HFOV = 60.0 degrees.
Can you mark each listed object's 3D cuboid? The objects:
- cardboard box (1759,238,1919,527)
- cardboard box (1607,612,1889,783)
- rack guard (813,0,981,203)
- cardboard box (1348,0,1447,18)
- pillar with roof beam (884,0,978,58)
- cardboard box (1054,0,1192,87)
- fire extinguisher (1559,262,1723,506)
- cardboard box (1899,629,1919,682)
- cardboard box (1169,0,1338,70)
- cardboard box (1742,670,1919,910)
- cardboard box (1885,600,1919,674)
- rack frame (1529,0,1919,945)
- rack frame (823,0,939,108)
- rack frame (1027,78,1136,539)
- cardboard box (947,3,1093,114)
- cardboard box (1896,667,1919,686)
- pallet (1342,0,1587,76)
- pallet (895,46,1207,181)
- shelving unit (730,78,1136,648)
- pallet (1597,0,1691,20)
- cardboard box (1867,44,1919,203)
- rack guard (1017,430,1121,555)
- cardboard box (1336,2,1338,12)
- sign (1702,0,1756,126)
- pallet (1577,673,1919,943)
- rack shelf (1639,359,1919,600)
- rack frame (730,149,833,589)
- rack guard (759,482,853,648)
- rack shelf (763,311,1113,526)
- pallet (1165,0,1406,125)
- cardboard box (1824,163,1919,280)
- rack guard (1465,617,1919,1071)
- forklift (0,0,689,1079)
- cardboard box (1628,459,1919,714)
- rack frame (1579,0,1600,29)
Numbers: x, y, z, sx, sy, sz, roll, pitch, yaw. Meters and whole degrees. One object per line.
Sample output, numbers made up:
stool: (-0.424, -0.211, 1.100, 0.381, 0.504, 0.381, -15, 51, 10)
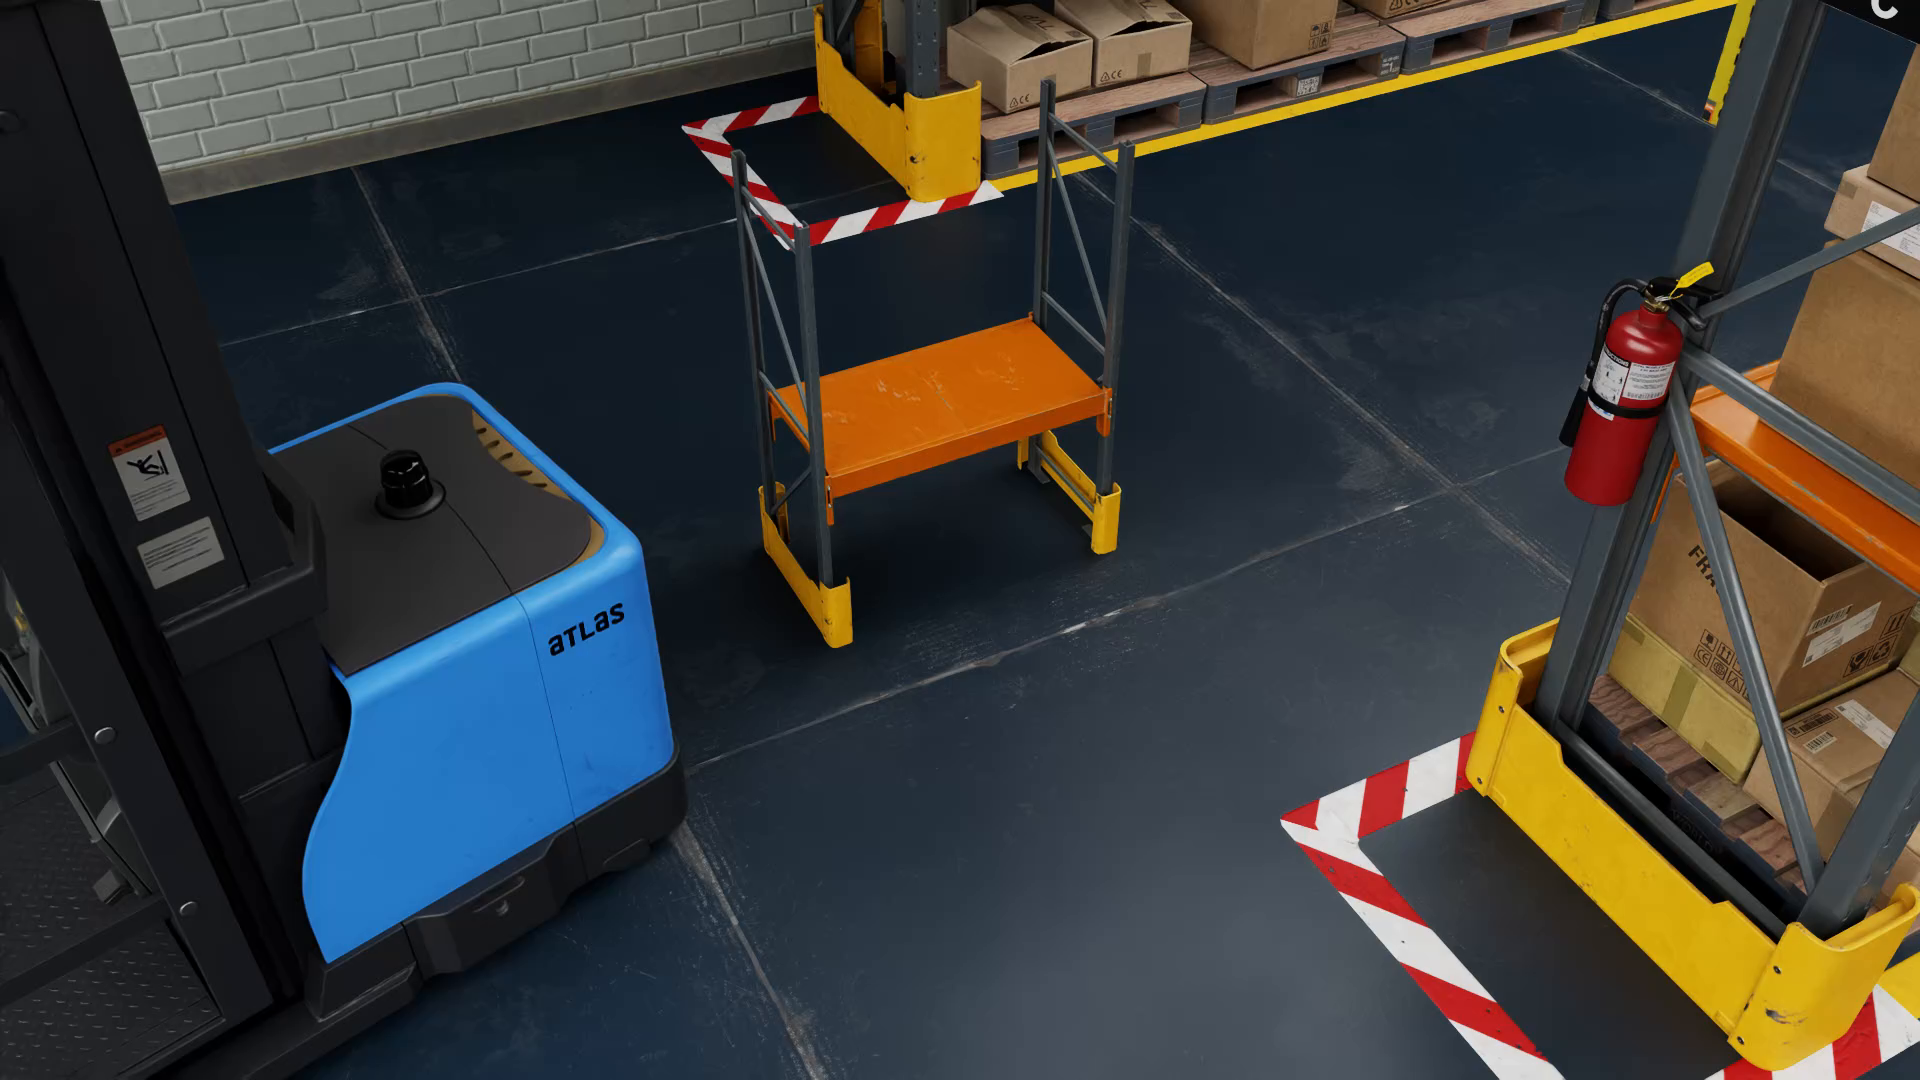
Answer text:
cardboard box: (2.339, -0.360, 3.776, 0.500, 0.500, 0.700, -19, 44, -21)
cardboard box: (2.258, 0.370, 4.794, 0.500, 0.250, 0.500, -19, 44, -21)
rack guard: (-0.305, -2.096, 7.839, 0.348, 0.500, 1.175, -19, 44, -21)
cardboard box: (2.273, -3.102, 8.687, 0.500, 0.500, 0.500, -22, 45, -24)
pillar with roof beam: (1.837, -3.555, 2.984, 0.400, 9.000, 9.100, -19, 44, -21)
cardboard box: (0.788, -2.494, 8.115, 0.500, 0.311, 0.500, -15, 43, -17)
fire extinguisher: (1.599, -0.391, 3.950, 0.183, 0.674, 0.296, -19, 44, -21)
cardboard box: (2.940, 0.230, 4.379, 0.500, 0.500, 0.500, -19, 44, -21)
cardboard box: (1.462, -2.756, 8.279, 0.500, 0.500, 0.700, -21, 45, -23)
cardboard box: (2.497, 0.667, 4.444, 0.500, 0.250, 0.500, -19, 44, -21)
cardboard box: (2.696, 0.214, 4.979, 0.500, 0.250, 0.500, -19, 44, -21)
rack frame: (1.919, -0.190, 3.653, 0.127, 3.000, 1.000, -19, 44, -21)
rack frame: (-0.373, -3.027, 7.005, 0.127, 3.000, 1.000, -19, 44, -21)
rack frame: (0.375, -0.699, 5.415, 0.032, 1.500, 0.500, -19, 44, -21)
cardboard box: (0.283, -2.324, 7.914, 0.500, 0.311, 0.500, -24, 46, -25)
cardboard box: (2.939, 0.515, 4.623, 0.500, 0.250, 0.500, -19, 44, -21)
pallet: (2.596, -2.936, 9.055, 1.213, 0.211, 1.003, -19, 44, -21)
pallet: (0.432, -2.208, 8.195, 1.213, 0.211, 1.003, -19, 44, -21)
shelving unit: (-0.068, -0.550, 5.239, 1.083, 1.500, 0.587, -19, 44, -21)
pallet: (3.865, -3.390, 9.591, 1.213, 0.211, 1.003, -19, 44, -21)
cardboard box: (2.386, -0.871, 3.376, 0.500, 0.500, 0.700, -18, 44, -20)
rack guard: (0.374, -0.221, 5.818, 0.087, 0.250, 0.587, -19, 44, -21)
cardboard box: (1.747, -2.835, 8.644, 0.250, 0.149, 0.380, -22, 45, -24)
sign: (1.681, -1.037, 3.574, 0.005, 0.325, 0.100, -19, 44, -21)
pallet: (2.578, 0.622, 4.851, 1.213, 0.211, 1.003, -19, 44, -21)
rack shelf: (3.693, -0.512, 4.590, 4.000, 0.370, 1.077, -19, 44, -21)
rack frame: (-0.527, -0.395, 5.056, 0.032, 1.500, 0.500, -19, 44, -21)
rack guard: (-0.509, 0.076, 5.467, 0.087, 0.250, 0.587, -19, 44, -21)
rack shelf: (-0.076, -0.410, 5.352, 1.000, 0.185, 0.538, -19, 44, -21)
pallet: (1.512, -2.569, 8.622, 1.213, 0.211, 1.003, -19, 44, -21)
cardboard box: (2.170, -0.699, 3.674, 0.250, 0.149, 0.380, -19, 44, -21)
rack guard: (1.898, 0.771, 4.452, 0.348, 0.500, 1.175, -19, 44, -21)
forklift: (-2.217, 0.095, 3.369, 3.031, 2.935, 1.130, -29, 48, -30)
cardboard box: (2.257, 0.083, 4.553, 0.500, 0.500, 0.500, -19, 44, -21)
rack frame: (3.175, -4.221, 8.415, 0.127, 3.000, 1.000, -19, 44, -21)
